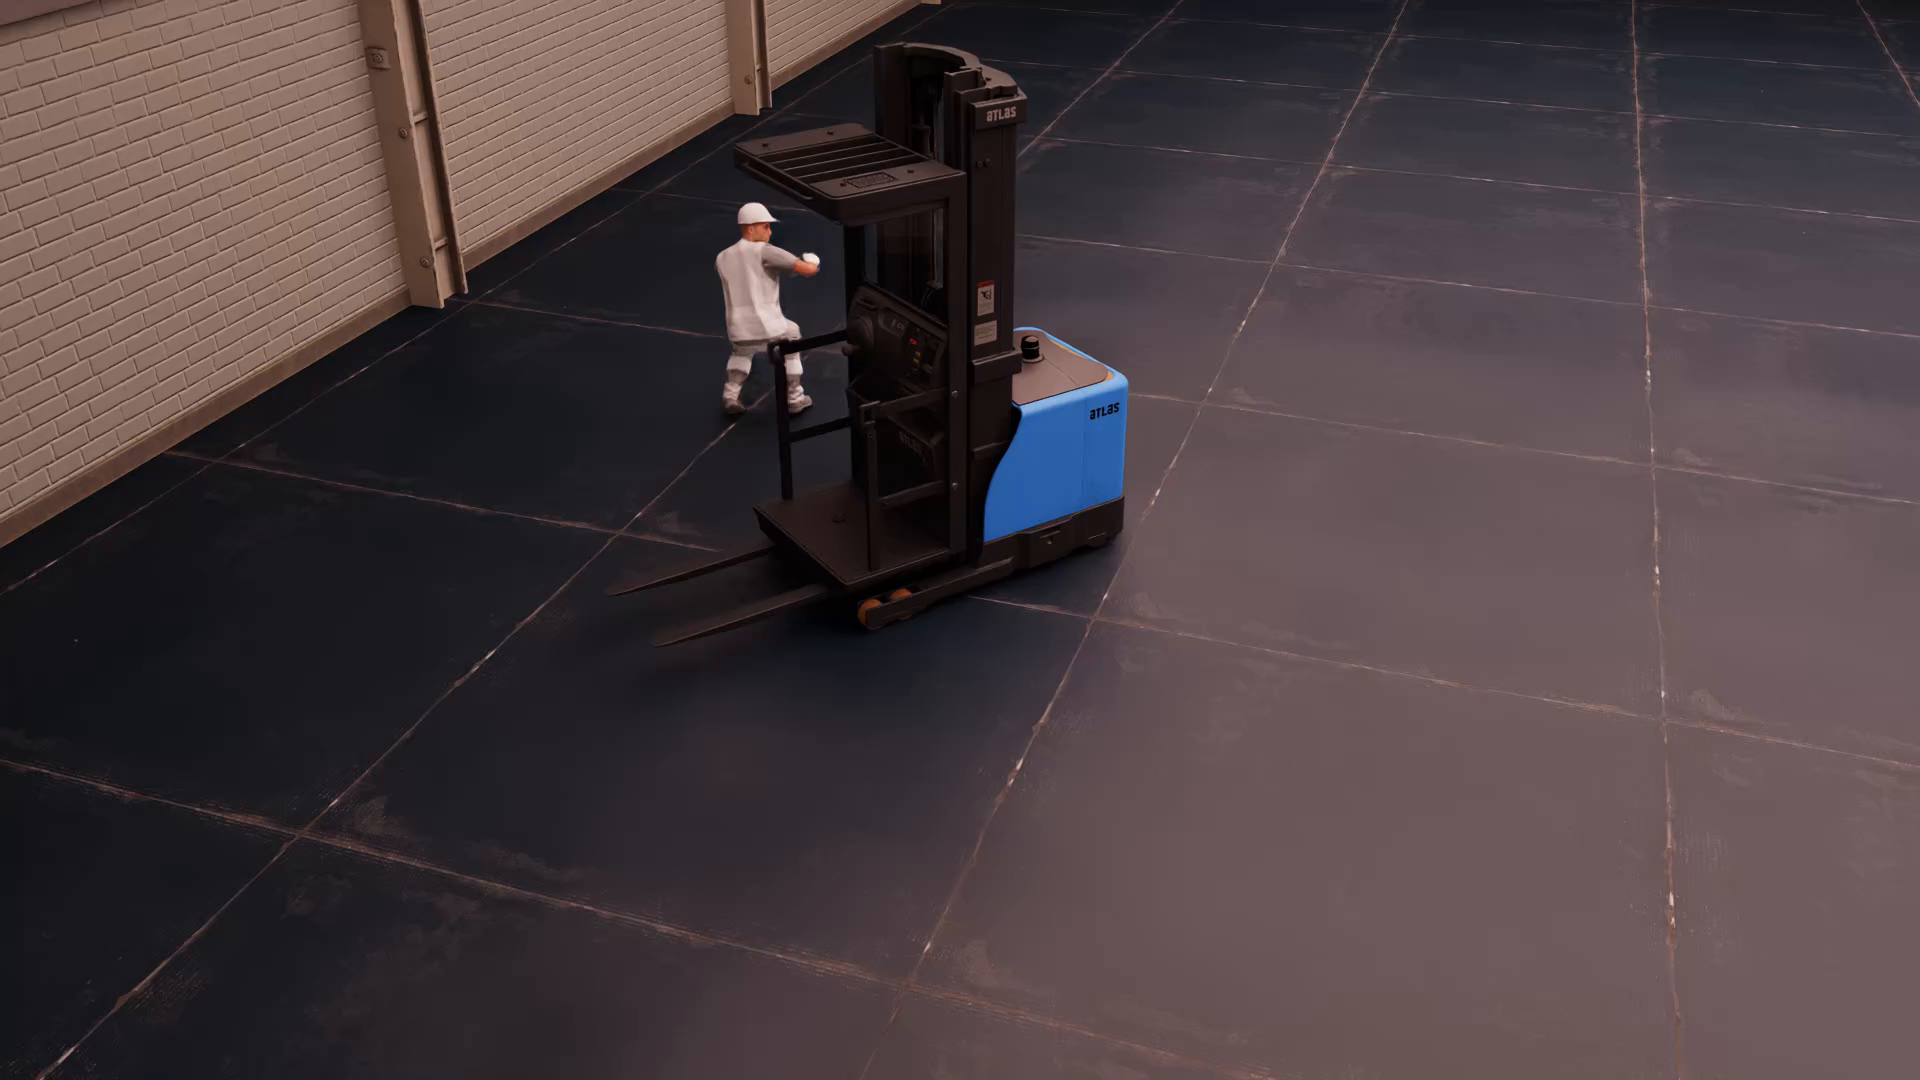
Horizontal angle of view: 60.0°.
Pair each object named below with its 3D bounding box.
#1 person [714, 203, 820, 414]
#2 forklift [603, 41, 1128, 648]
[{"bbox_3d":[-1.299,-1.577,11.375,0.804,1.497,0.938,7,30,11],"label":"person"},{"bbox_3d":[-0.522,-1.074,9.021,3.031,2.935,1.130,-18,34,-29],"label":"forklift"}]
